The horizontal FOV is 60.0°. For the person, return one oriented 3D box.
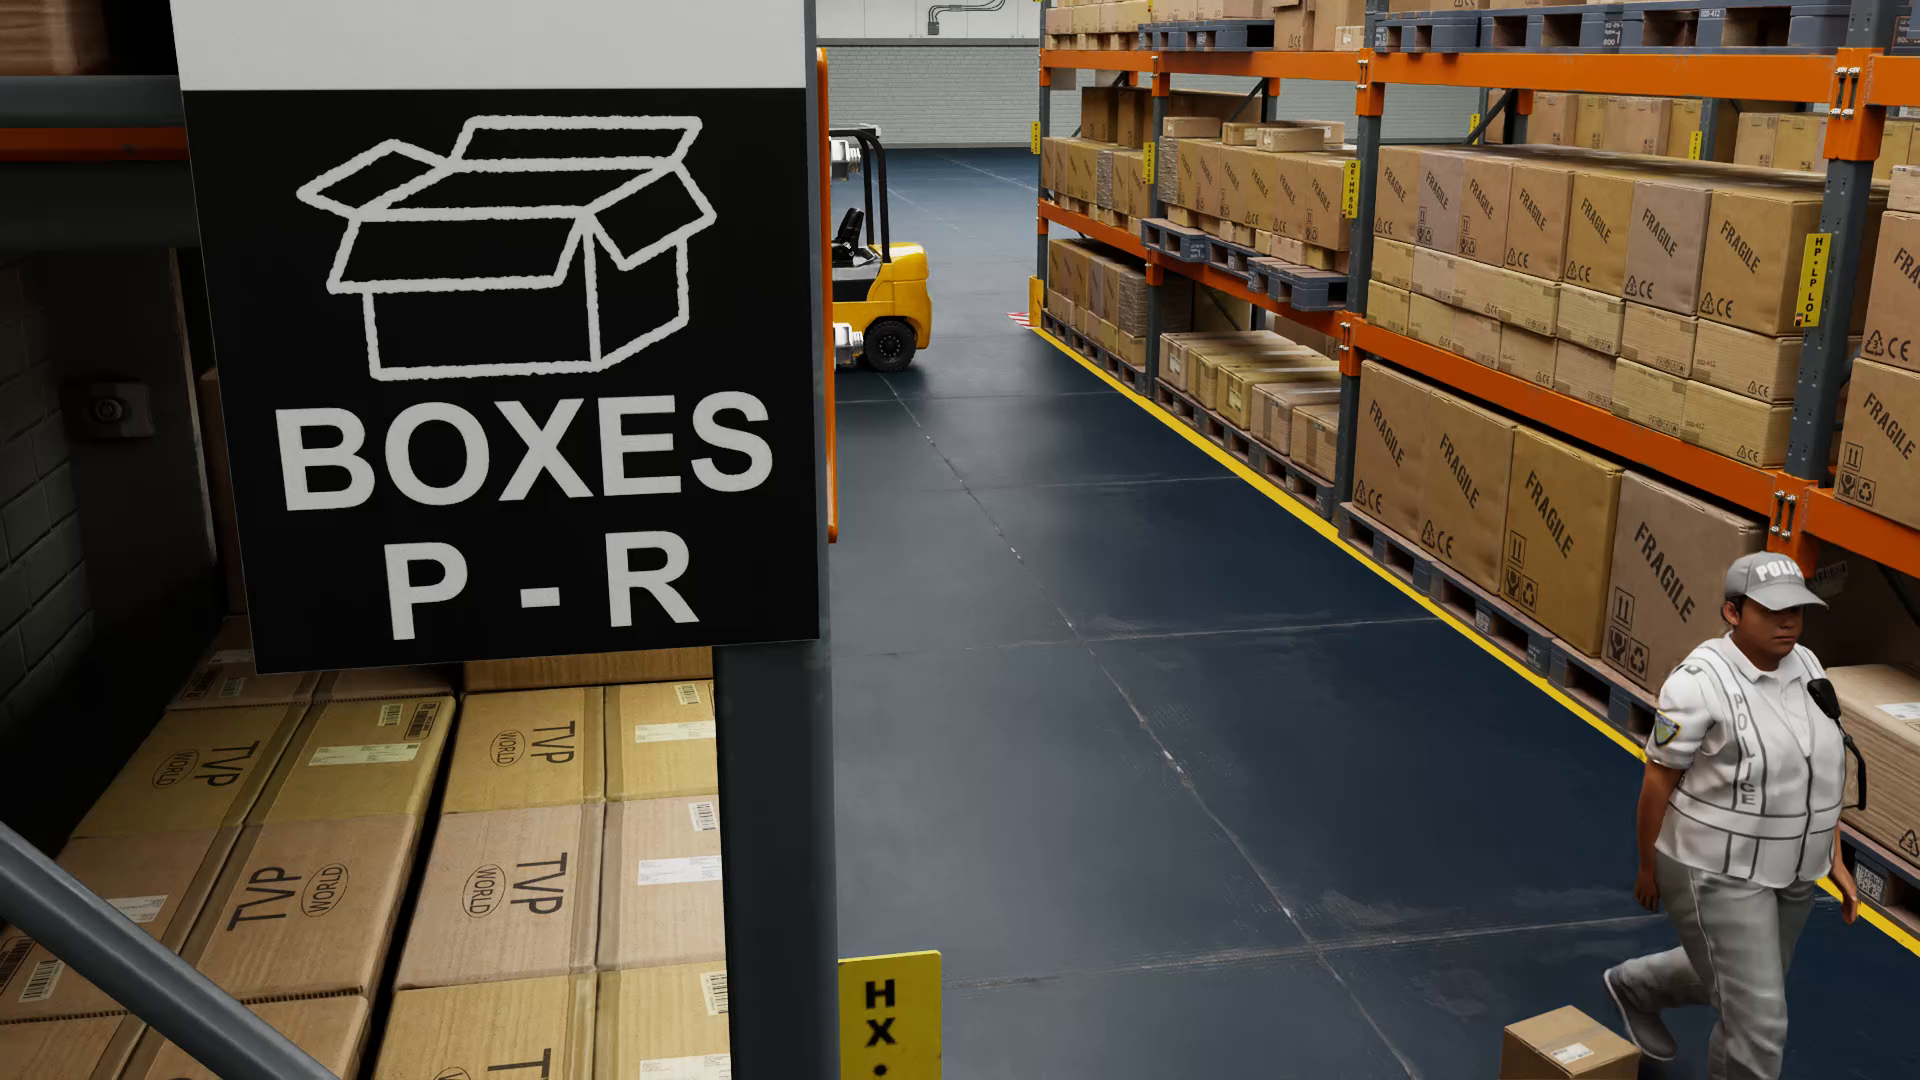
[{"bbox_3d":[1.996,0.811,4.278,0.475,1.616,0.914,-7,18,-22],"label":"person"}]
